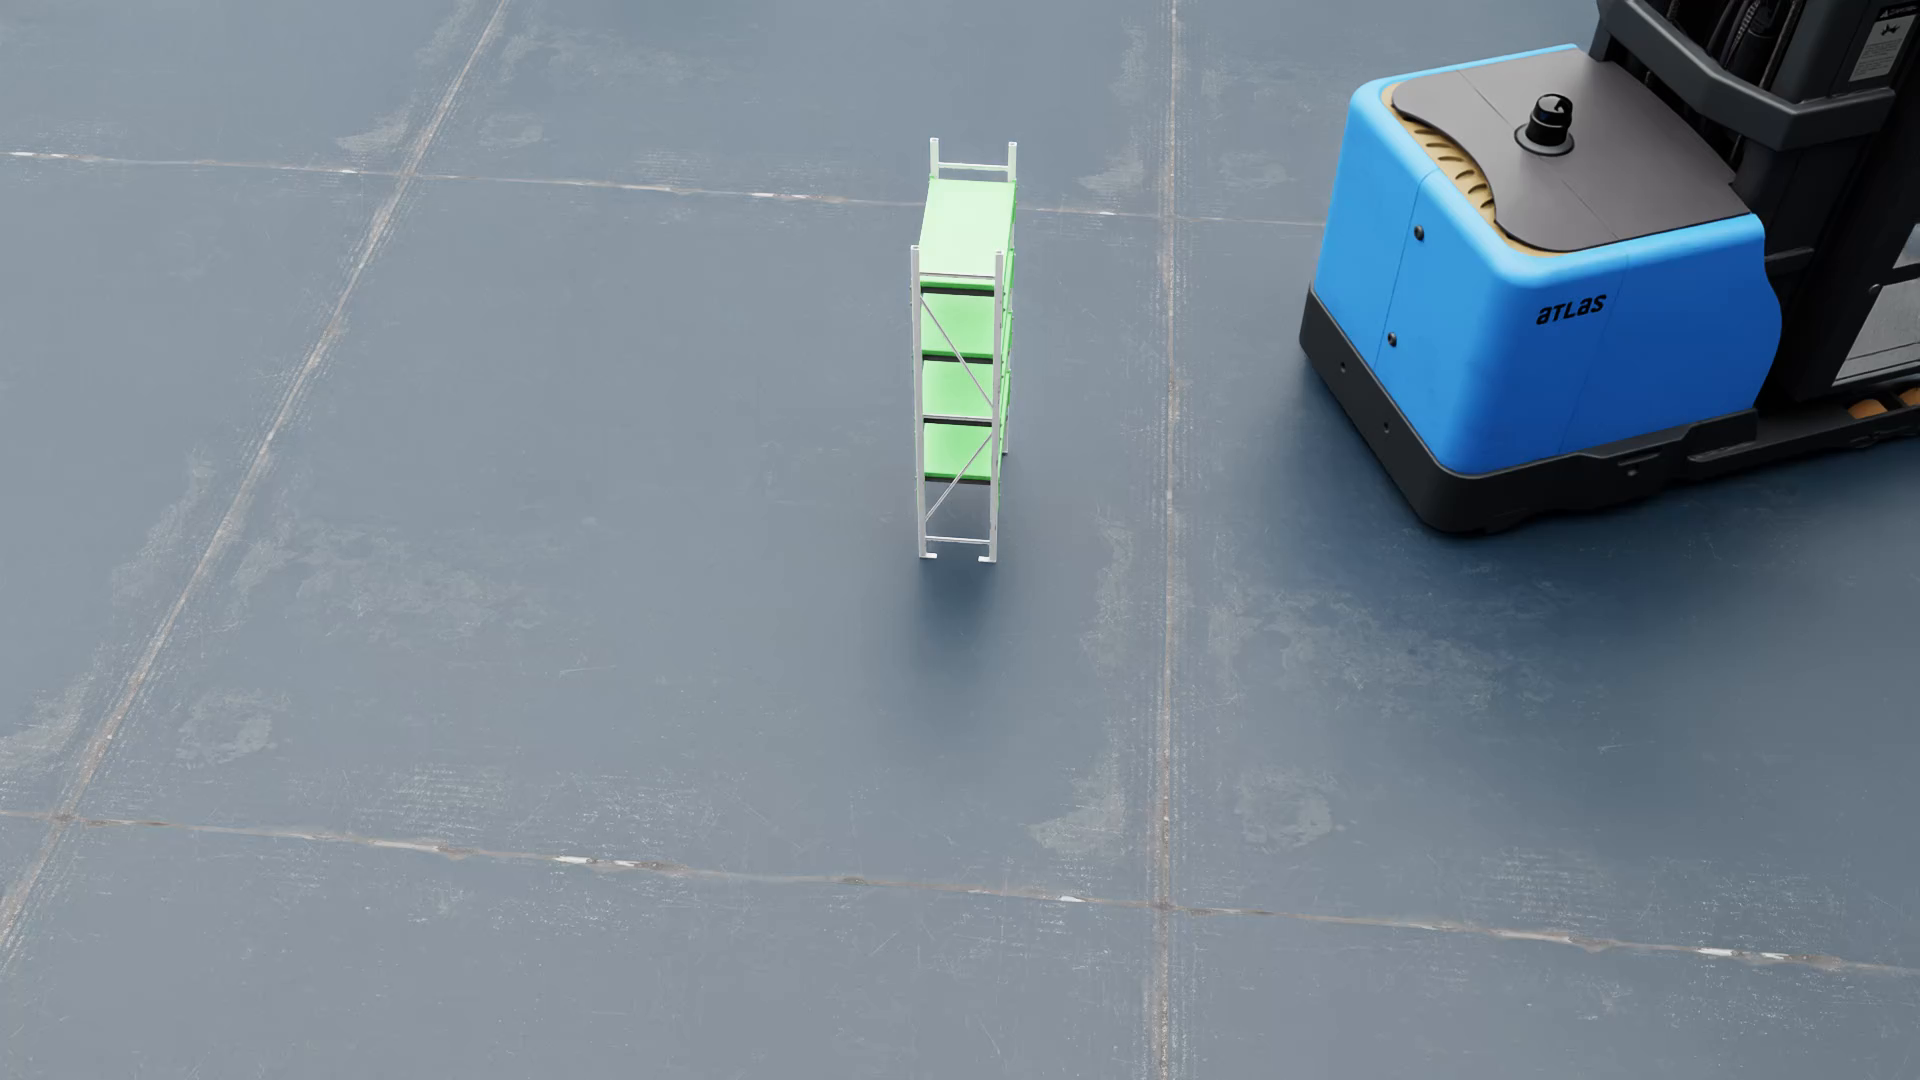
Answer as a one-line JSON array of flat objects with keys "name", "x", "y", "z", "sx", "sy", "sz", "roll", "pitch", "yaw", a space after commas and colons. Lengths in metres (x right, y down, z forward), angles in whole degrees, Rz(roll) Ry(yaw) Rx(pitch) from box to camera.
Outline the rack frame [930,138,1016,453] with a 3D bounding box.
[{"name": "rack frame", "x": 0.037, "y": -0.706, "z": 5.083, "sx": 0.240, "sy": 1.200, "sz": 0.015, "roll": 4, "pitch": 48, "yaw": 4}]

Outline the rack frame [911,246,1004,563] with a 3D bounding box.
[{"name": "rack frame", "x": -0.007, "y": -0.347, "z": 4.755, "sx": 0.240, "sy": 1.200, "sz": 0.015, "roll": 4, "pitch": 48, "yaw": 4}]

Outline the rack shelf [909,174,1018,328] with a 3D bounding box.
[{"name": "rack shelf", "x": 0.015, "y": -0.807, "z": 4.611, "sx": 0.258, "sy": 0.148, "sz": 0.480, "roll": 4, "pitch": 48, "yaw": 4}]

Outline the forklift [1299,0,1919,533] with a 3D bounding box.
[{"name": "forklift", "x": 2.754, "y": -1.653, "z": 4.776, "sx": 3.031, "sy": 2.935, "sz": 1.130, "roll": -13, "pitch": 49, "yaw": -12}]

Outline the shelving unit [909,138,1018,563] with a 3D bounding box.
[{"name": "shelving unit", "x": 0.015, "y": -0.527, "z": 4.919, "sx": 0.258, "sy": 1.200, "sz": 0.503, "roll": 4, "pitch": 48, "yaw": 4}]

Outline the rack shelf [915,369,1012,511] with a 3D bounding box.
[{"name": "rack shelf", "x": 0.015, "y": -0.321, "z": 5.143, "sx": 0.258, "sy": 0.148, "sz": 0.480, "roll": 4, "pitch": 48, "yaw": 4}]

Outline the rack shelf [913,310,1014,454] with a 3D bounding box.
[{"name": "rack shelf", "x": 0.015, "y": -0.483, "z": 4.966, "sx": 0.258, "sy": 0.148, "sz": 0.480, "roll": 4, "pitch": 48, "yaw": 4}]

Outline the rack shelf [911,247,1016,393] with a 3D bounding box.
[{"name": "rack shelf", "x": 0.015, "y": -0.645, "z": 4.789, "sx": 0.258, "sy": 0.148, "sz": 0.480, "roll": 4, "pitch": 48, "yaw": 4}]
